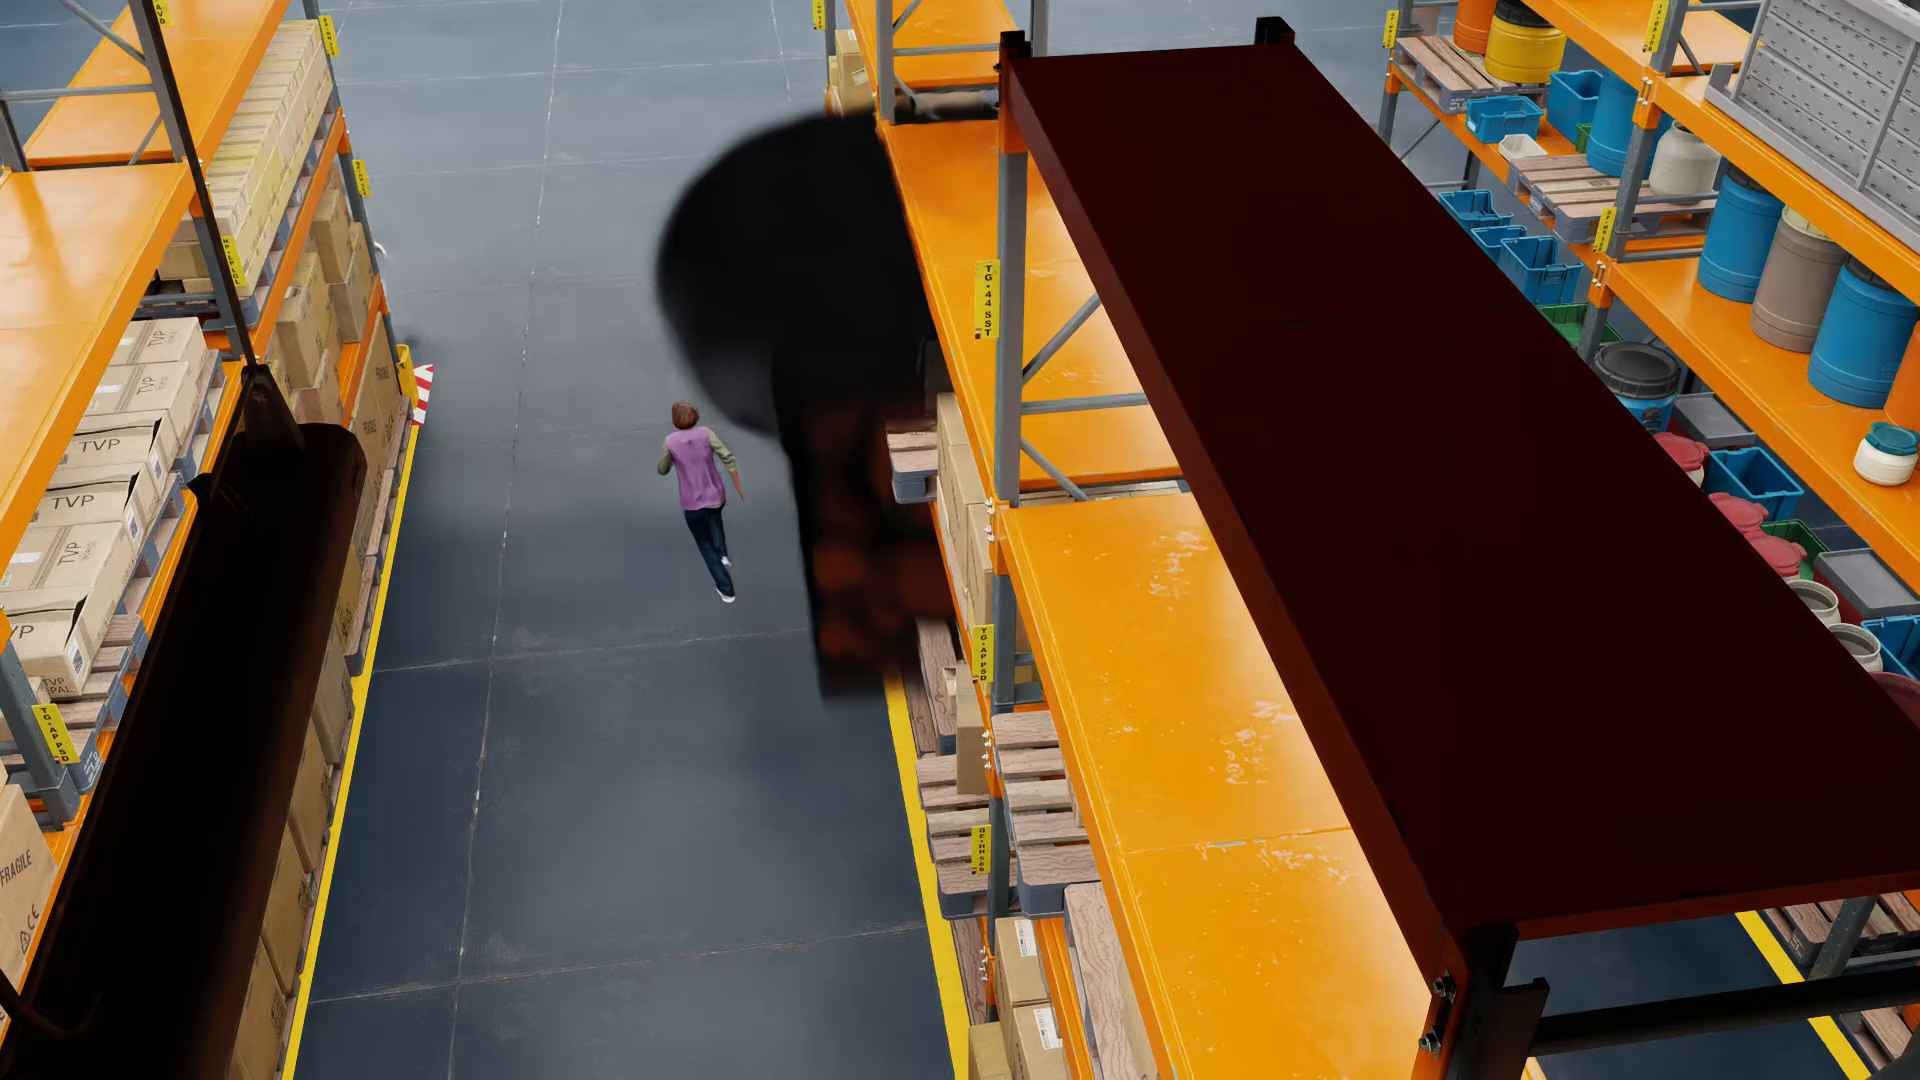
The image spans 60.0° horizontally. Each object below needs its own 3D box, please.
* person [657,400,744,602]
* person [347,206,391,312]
[{"bbox_3d":[-1.923,-0.327,12.373,0.535,1.465,0.883,-16,39,-20],"label":"person"},{"bbox_3d":[-5.894,-2.763,15.810,0.838,1.691,0.726,-11,38,-14],"label":"person"}]
